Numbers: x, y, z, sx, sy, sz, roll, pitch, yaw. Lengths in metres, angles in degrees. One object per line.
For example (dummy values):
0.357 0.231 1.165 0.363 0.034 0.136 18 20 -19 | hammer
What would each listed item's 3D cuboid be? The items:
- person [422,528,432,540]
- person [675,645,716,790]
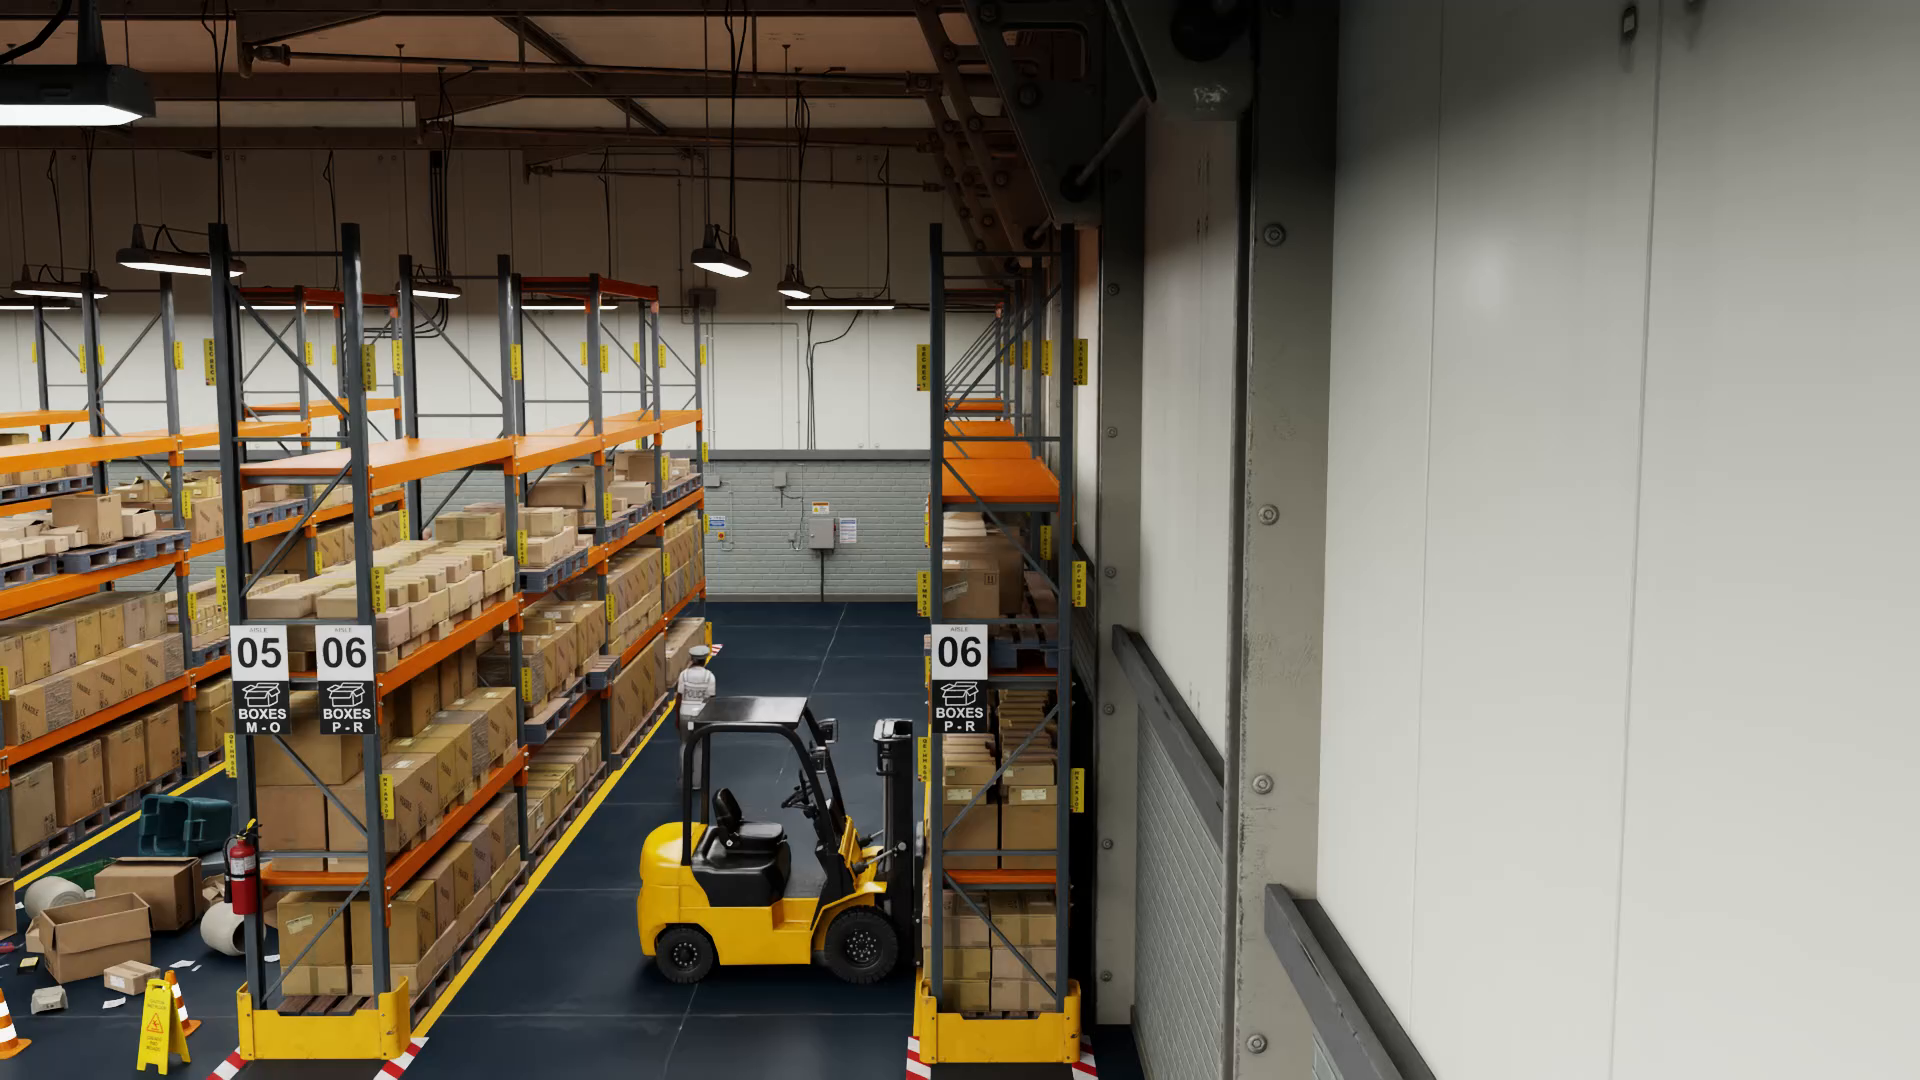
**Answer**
-10.028 0.633 31.393 0.935 1.760 0.635 -4 8 -31 | person
-3.079 2.079 19.345 0.486 1.670 0.448 0 7 3 | person
